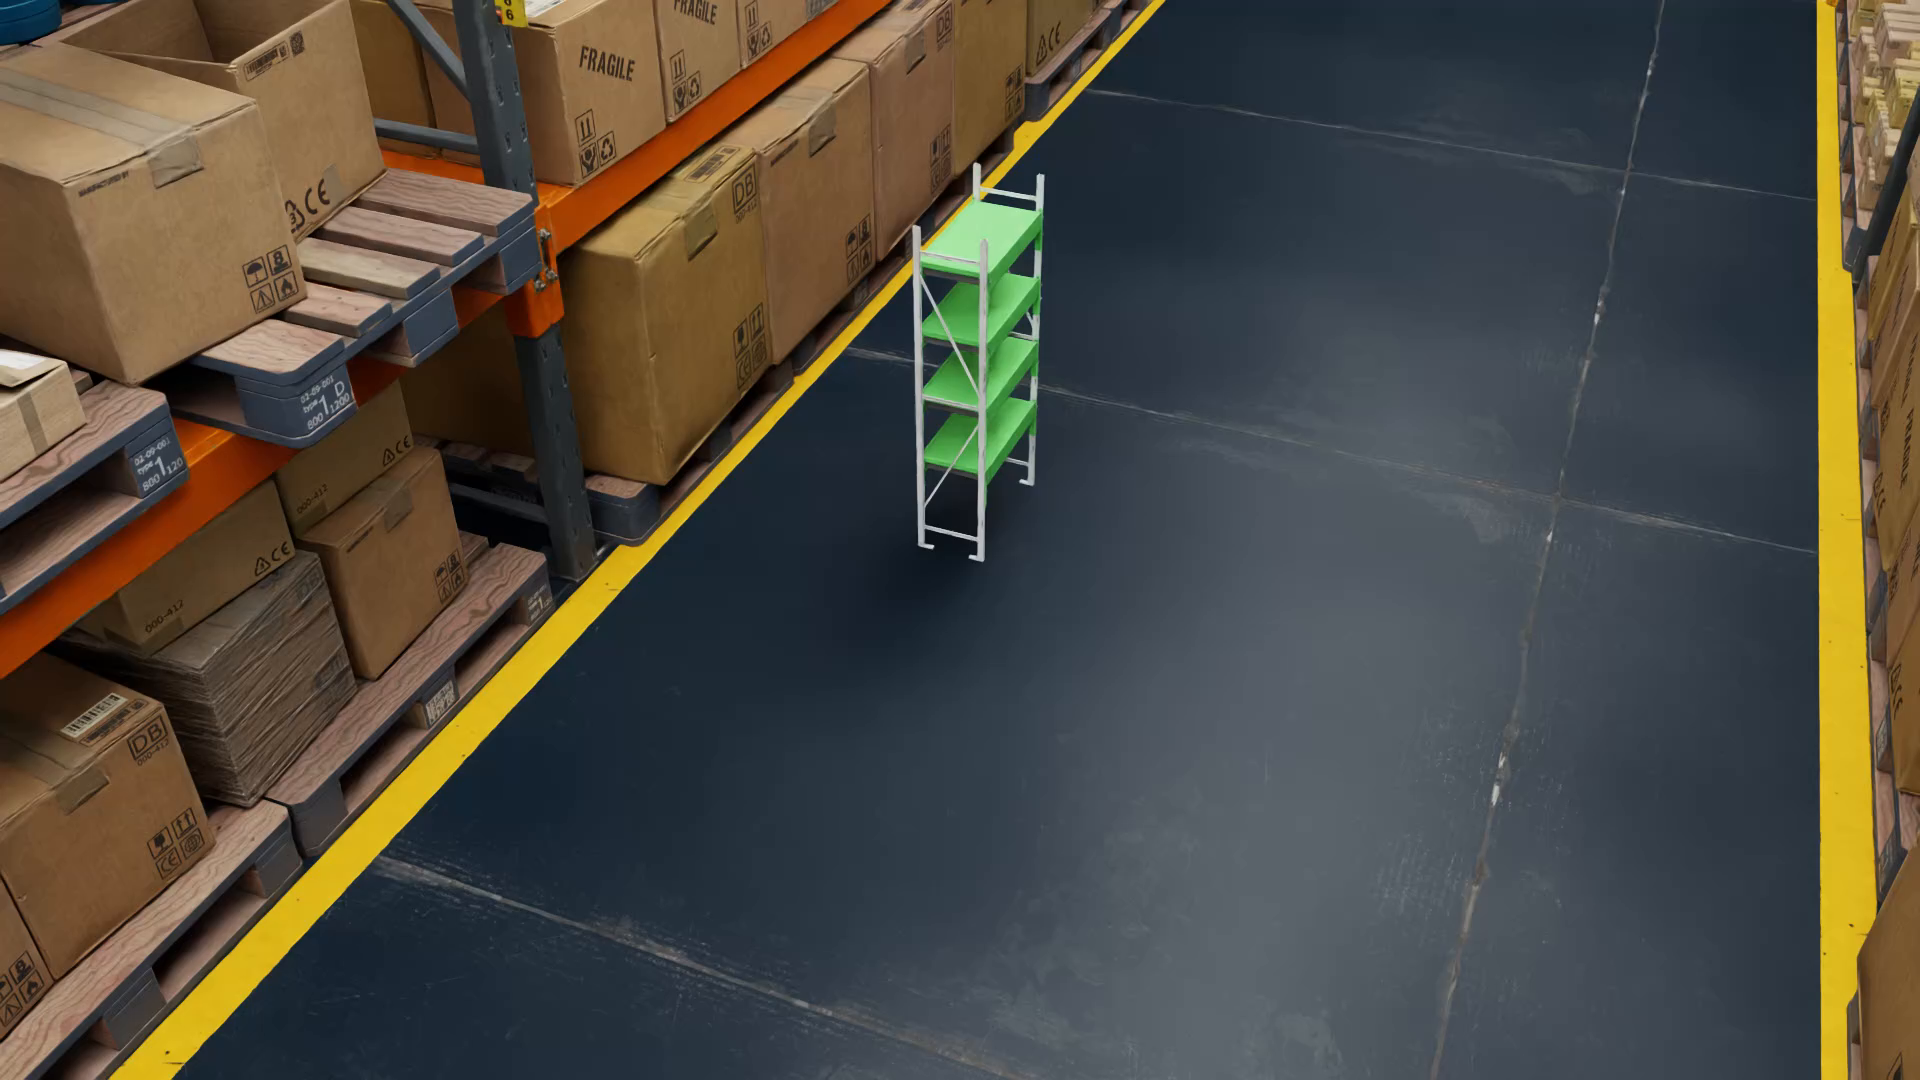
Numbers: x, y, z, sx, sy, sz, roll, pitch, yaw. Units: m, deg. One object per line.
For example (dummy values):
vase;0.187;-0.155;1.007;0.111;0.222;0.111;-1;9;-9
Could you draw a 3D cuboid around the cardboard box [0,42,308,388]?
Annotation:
cardboard box;-1.996;-0.766;3.836;0.700;0.500;0.500;20;41;24

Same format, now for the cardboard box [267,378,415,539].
cardboard box;-1.935;-0.296;4.734;0.500;0.250;0.500;15;39;20

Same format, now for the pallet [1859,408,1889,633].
pallet;3.605;-0.001;5.575;1.003;0.211;1.213;14;39;18

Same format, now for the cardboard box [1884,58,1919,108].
cardboard box;4.406;-2.038;7.504;0.380;0.149;0.250;13;39;17

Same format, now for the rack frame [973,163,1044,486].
rack frame;0.156;-0.707;5.694;0.240;1.200;0.015;14;39;18

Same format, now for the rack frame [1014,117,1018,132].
rack frame;-0.185;-3.413;7.810;1.000;3.000;0.127;14;39;18

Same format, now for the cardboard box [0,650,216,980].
cardboard box;-2.352;0.628;4.125;0.700;0.500;0.500;17;40;21

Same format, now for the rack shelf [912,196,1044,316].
rack shelf;0.063;-0.906;5.264;0.258;0.148;0.480;14;39;18

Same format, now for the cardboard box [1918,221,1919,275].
cardboard box;3.637;-1.050;5.760;0.500;0.250;0.500;15;39;19

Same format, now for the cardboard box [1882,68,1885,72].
cardboard box;4.752;-2.330;8.144;0.380;0.149;0.250;12;38;16

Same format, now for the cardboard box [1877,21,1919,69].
cardboard box;4.595;-2.335;7.901;0.380;0.149;0.250;12;38;16

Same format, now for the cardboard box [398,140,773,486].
cardboard box;-1.426;-0.893;5.863;1.225;0.875;0.875;12;38;16

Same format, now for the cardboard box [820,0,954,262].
cardboard box;-0.750;-1.876;7.178;1.225;0.875;0.875;13;39;16

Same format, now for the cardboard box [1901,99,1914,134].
cardboard box;4.258;-1.748;7.116;0.380;0.149;0.250;15;39;19

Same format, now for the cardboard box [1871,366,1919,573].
cardboard box;3.237;-0.186;5.231;0.500;0.500;0.500;12;38;16

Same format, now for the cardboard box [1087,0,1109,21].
cardboard box;0.482;-3.575;9.452;0.875;0.875;0.875;14;39;18

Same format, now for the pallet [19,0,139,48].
pallet;-5.098;-3.006;9.596;1.003;0.211;1.213;14;39;18

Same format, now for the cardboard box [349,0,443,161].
cardboard box;-1.749;-1.568;5.259;0.500;0.500;0.500;15;39;19

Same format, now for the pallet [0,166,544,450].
pallet;-1.880;-0.702;4.344;1.213;0.211;1.003;14;39;18

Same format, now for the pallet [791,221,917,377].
pallet;-0.872;-1.174;7.144;1.003;0.211;1.213;14;39;18

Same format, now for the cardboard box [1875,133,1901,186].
cardboard box;4.189;-1.619;7.193;0.380;0.149;0.250;15;39;19

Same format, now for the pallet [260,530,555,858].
pallet;-2.006;0.351;5.104;1.003;0.211;1.213;14;39;18

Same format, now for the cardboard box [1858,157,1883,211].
cardboard box;4.197;-1.548;7.346;0.380;0.149;0.250;14;39;18

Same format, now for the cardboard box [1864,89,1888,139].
cardboard box;4.366;-1.924;7.601;0.380;0.149;0.250;13;39;16

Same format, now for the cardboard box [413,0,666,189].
cardboard box;-1.271;-1.445;5.095;0.500;0.500;0.500;15;39;19

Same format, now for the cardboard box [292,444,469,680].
cardboard box;-1.944;0.002;4.962;0.700;0.500;0.500;12;38;15

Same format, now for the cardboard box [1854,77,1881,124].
cardboard box;4.591;-2.121;8.113;0.380;0.149;0.250;14;39;18

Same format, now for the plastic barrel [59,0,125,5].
plastic barrel;-4.989;-3.571;9.425;0.600;0.901;0.708;14;39;18

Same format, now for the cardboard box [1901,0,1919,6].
cardboard box;4.882;-2.599;8.256;0.380;0.149;0.250;14;39;18

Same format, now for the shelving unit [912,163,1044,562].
shelving unit;0.063;-0.572;5.513;0.258;1.200;0.503;14;39;18

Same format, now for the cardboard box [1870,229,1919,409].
cardboard box;3.637;-0.752;5.988;0.500;0.500;0.500;16;40;20

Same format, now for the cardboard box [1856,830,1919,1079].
cardboard box;2.526;1.037;3.385;1.050;0.750;0.750;13;39;17

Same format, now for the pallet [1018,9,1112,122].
pallet;0.176;-2.699;9.185;1.003;0.211;1.213;14;39;18

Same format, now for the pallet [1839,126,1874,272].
pallet;4.586;-1.490;7.567;1.003;0.211;1.213;14;39;18

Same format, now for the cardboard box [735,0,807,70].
cardboard box;-0.885;-2.016;5.858;0.500;0.500;0.500;13;39;17

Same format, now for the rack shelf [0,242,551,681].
rack shelf;-2.468;0.197;3.581;1.077;0.370;4.000;14;39;18

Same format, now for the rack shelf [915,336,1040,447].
rack shelf;0.063;-0.521;5.552;0.258;0.148;0.480;14;39;18

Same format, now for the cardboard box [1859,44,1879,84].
cardboard box;4.813;-2.391;8.474;0.380;0.149;0.250;14;39;18

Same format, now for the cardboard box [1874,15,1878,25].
cardboard box;5.070;-2.669;8.845;0.380;0.149;0.250;14;39;18

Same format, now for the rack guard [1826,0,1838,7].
rack guard;5.856;-3.398;9.879;1.175;0.500;0.348;14;39;18

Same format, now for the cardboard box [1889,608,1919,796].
cardboard box;2.850;0.397;4.451;0.500;0.500;0.500;14;39;18

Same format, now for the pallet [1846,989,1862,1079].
pallet;2.471;1.524;3.535;1.003;0.211;1.213;14;39;18

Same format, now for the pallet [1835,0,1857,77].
pallet;5.514;-2.841;9.374;1.003;0.211;1.213;14;39;18
